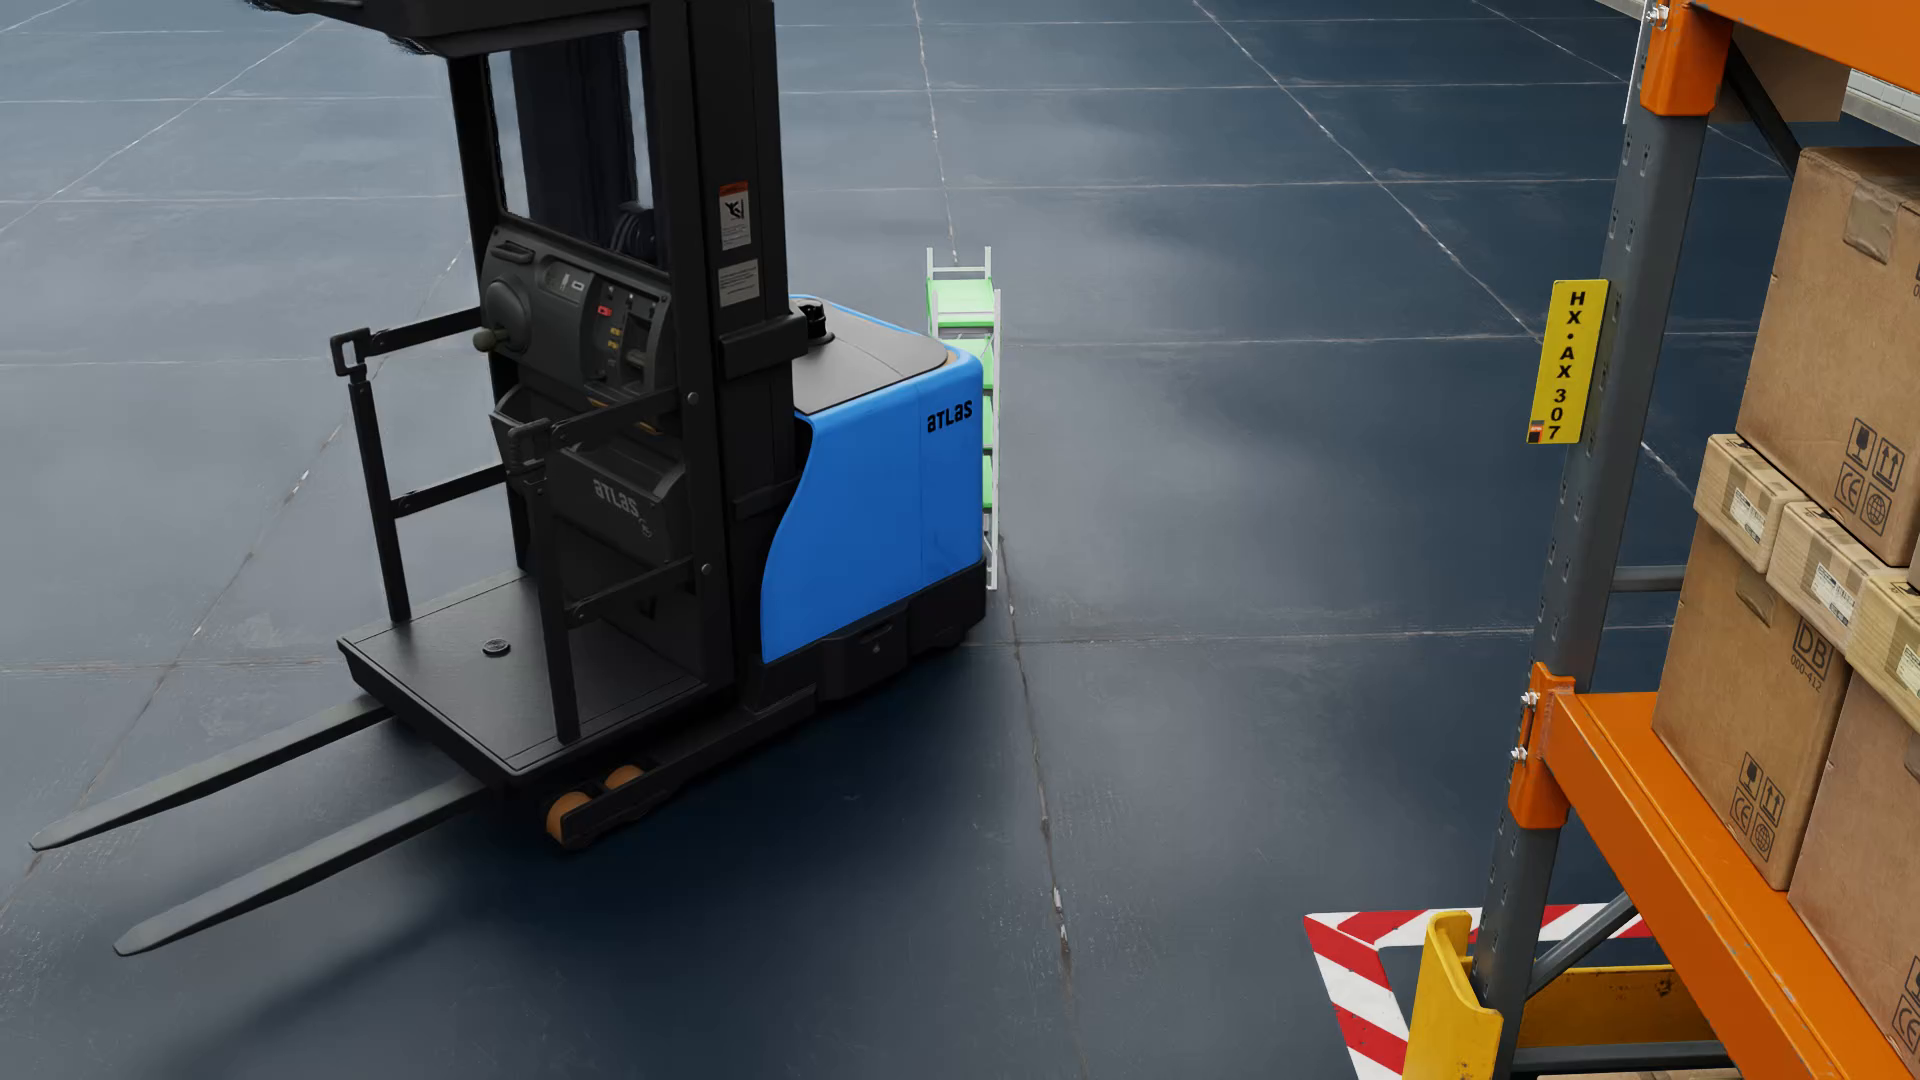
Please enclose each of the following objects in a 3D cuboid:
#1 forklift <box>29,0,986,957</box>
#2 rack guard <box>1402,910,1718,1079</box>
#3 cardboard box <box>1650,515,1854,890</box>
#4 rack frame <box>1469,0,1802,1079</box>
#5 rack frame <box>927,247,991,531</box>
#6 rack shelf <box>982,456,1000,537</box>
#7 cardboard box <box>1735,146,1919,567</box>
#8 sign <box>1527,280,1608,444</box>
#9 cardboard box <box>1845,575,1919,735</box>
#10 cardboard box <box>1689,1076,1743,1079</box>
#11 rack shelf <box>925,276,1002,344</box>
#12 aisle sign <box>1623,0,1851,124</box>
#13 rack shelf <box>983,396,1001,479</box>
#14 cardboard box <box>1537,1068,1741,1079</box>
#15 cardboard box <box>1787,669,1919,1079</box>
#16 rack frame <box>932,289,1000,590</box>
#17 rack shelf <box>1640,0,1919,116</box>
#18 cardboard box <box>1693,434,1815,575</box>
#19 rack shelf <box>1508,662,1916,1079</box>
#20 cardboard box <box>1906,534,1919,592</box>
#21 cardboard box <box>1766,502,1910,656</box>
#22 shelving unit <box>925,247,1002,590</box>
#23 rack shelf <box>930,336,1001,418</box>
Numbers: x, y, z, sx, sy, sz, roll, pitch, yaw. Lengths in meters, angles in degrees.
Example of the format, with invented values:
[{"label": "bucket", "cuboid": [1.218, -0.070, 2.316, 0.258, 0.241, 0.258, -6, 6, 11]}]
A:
[{"label": "forklift", "cuboid": [-1.302, -0.645, 4.818, 1.130, 2.935, 3.031, 25, 36, 39]}, {"label": "rack guard", "cuboid": [1.691, 1.175, 3.957, 1.175, 0.500, 0.348, -1, 28, -3]}, {"label": "cardboard box", "cuboid": [1.704, 0.249, 2.921, 0.700, 0.500, 0.500, -1, 28, -3]}, {"label": "rack frame", "cuboid": [1.696, 0.077, 3.358, 0.949, 2.616, 0.053, -1, 28, -3]}, {"label": "rack frame", "cuboid": [-0.004, -0.568, 6.542, 0.240, 1.200, 0.015, -1, 28, -3]}, {"label": "rack shelf", "cuboid": [0.009, -0.186, 6.467, 0.258, 0.148, 0.480, -1, 28, -3]}, {"label": "cardboard box", "cuboid": [1.707, -0.302, 2.574, 0.700, 0.500, 0.500, -1, 28, -2]}, {"label": "sign", "cuboid": [1.138, -0.331, 3.119, 0.100, 0.325, 0.005, -1, 28, -3]}, {"label": "cardboard box", "cuboid": [1.526, 0.169, 2.373, 0.380, 0.149, 0.250, -1, 28, -2]}, {"label": "cardboard box", "cuboid": [1.526, 1.262, 2.795, 0.500, 0.500, 0.500, -1, 28, -3]}, {"label": "rack shelf", "cuboid": [0.009, -0.824, 6.134, 0.258, 0.148, 0.480, -1, 28, -3]}, {"label": "aisle sign", "cuboid": [1.383, -1.098, 2.801, 0.394, 0.787, 0.004, -1, 28, -3]}, {"label": "rack shelf", "cuboid": [0.009, -0.399, 6.356, 0.258, 0.148, 0.480, -1, 28, -3]}, {"label": "cardboard box", "cuboid": [1.498, 1.363, 3.411, 0.500, 0.250, 0.500, -1, 28, -3]}, {"label": "cardboard box", "cuboid": [1.736, 0.491, 2.456, 0.700, 0.500, 0.500, -1, 28, -1]}, {"label": "rack frame", "cuboid": [0.021, -0.343, 6.110, 0.240, 1.200, 0.015, -1, 28, -3]}, {"label": "rack shelf", "cuboid": [1.797, -0.010, 1.060, 1.077, 0.370, 4.000, -1, 28, -3]}, {"label": "cardboard box", "cuboid": [1.498, -0.068, 2.827, 0.380, 0.149, 0.250, -2, 28, -3]}, {"label": "rack shelf", "cuboid": [1.797, 1.320, 1.753, 1.077, 0.370, 4.000, -1, 28, -3]}, {"label": "cardboard box", "cuboid": [1.740, -0.059, 2.109, 0.700, 0.500, 0.500, -2, 28, -4]}, {"label": "cardboard box", "cuboid": [1.514, 0.054, 2.594, 0.380, 0.149, 0.250, -2, 28, -4]}, {"label": "shelving unit", "cuboid": [0.009, -0.456, 6.326, 0.258, 1.200, 0.503, -1, 28, -3]}, {"label": "rack shelf", "cuboid": [0.009, -0.612, 6.245, 0.258, 0.148, 0.480, -1, 28, -3]}]
